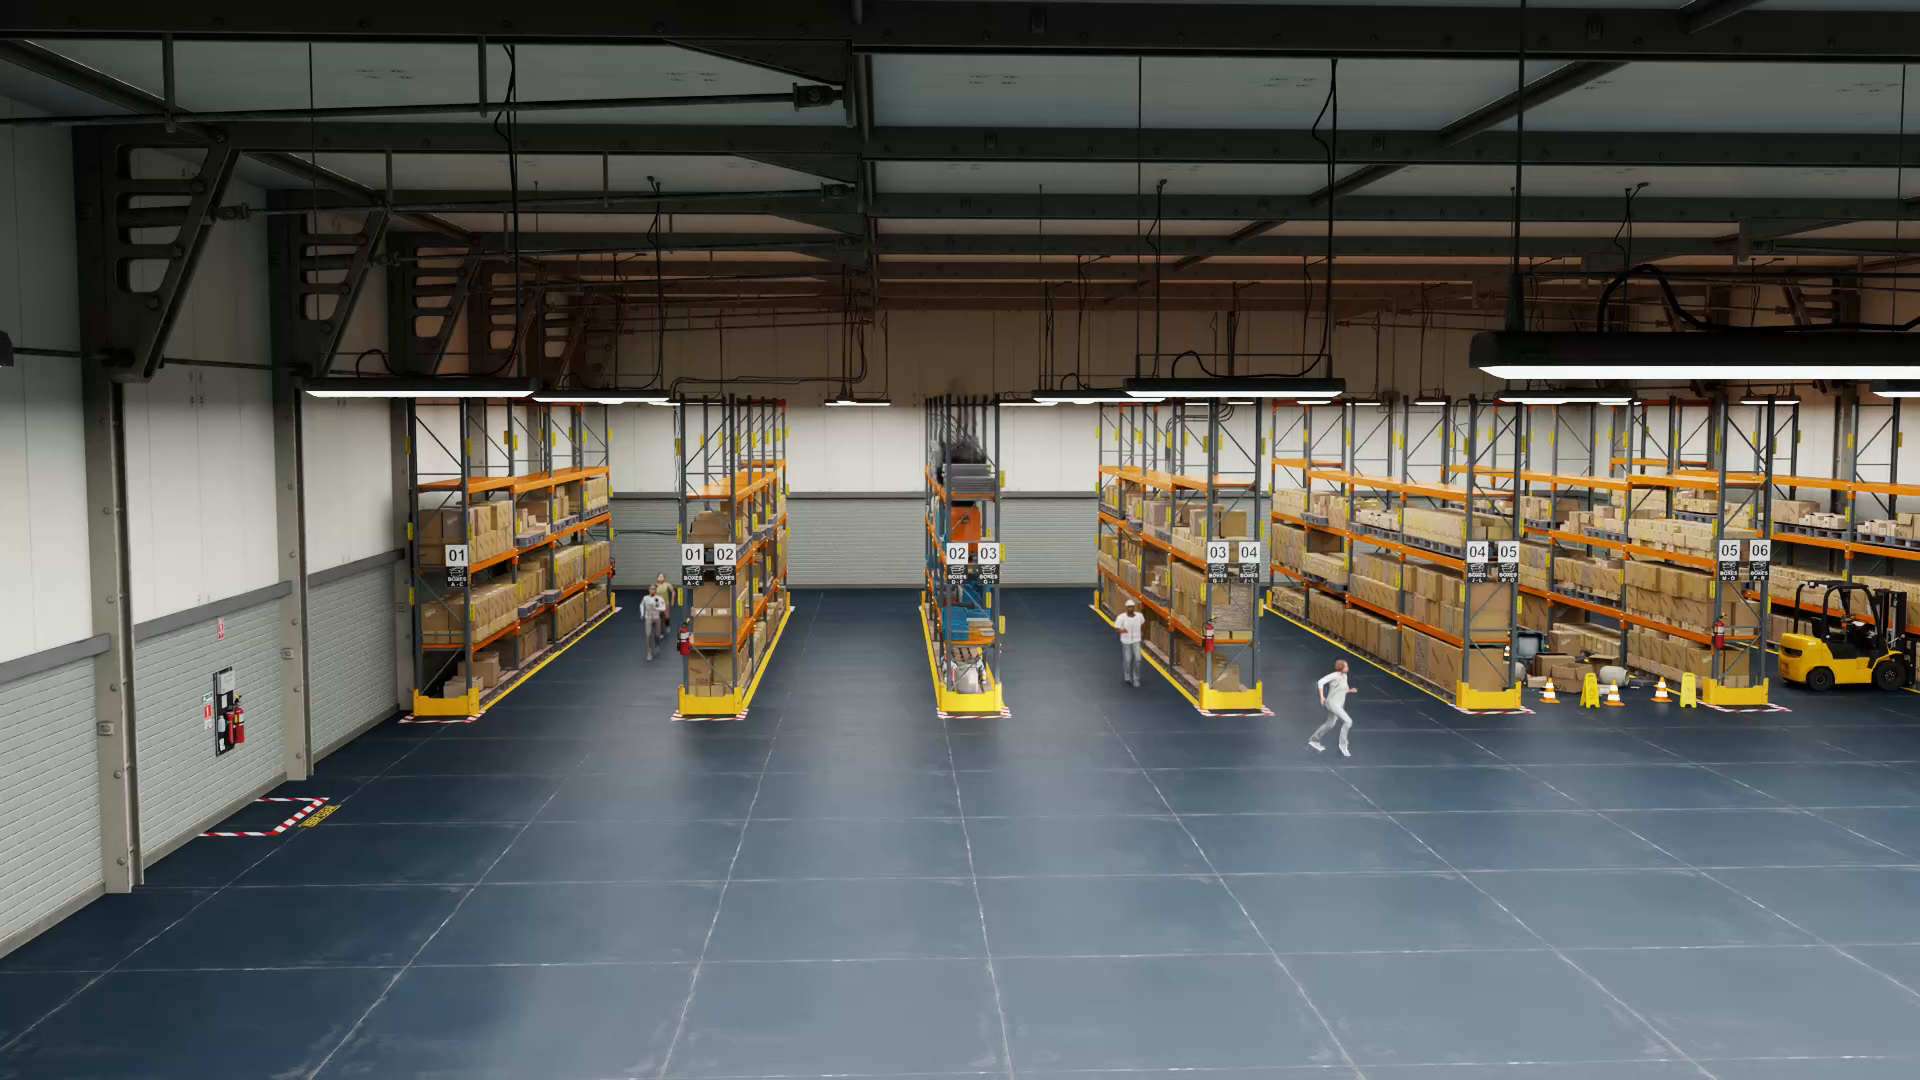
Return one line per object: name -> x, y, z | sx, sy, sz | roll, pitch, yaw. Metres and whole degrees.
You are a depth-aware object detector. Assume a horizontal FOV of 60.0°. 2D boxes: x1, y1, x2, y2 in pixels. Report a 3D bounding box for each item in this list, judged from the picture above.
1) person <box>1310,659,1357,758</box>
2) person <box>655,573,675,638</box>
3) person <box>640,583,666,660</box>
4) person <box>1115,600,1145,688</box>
person -> 6.159, 2.763, 27.433 | 0.789, 1.615, 0.555 | 3, 5, 33
person -> -7.432, 1.634, 41.596 | 0.589, 1.633, 0.562 | -1, 5, -10
person -> -7.053, 1.838, 38.205 | 0.604, 1.704, 0.915 | 0, 5, -6
person -> 3.525, 2.138, 34.322 | 0.672, 1.824, 0.762 | 0, 5, -2
